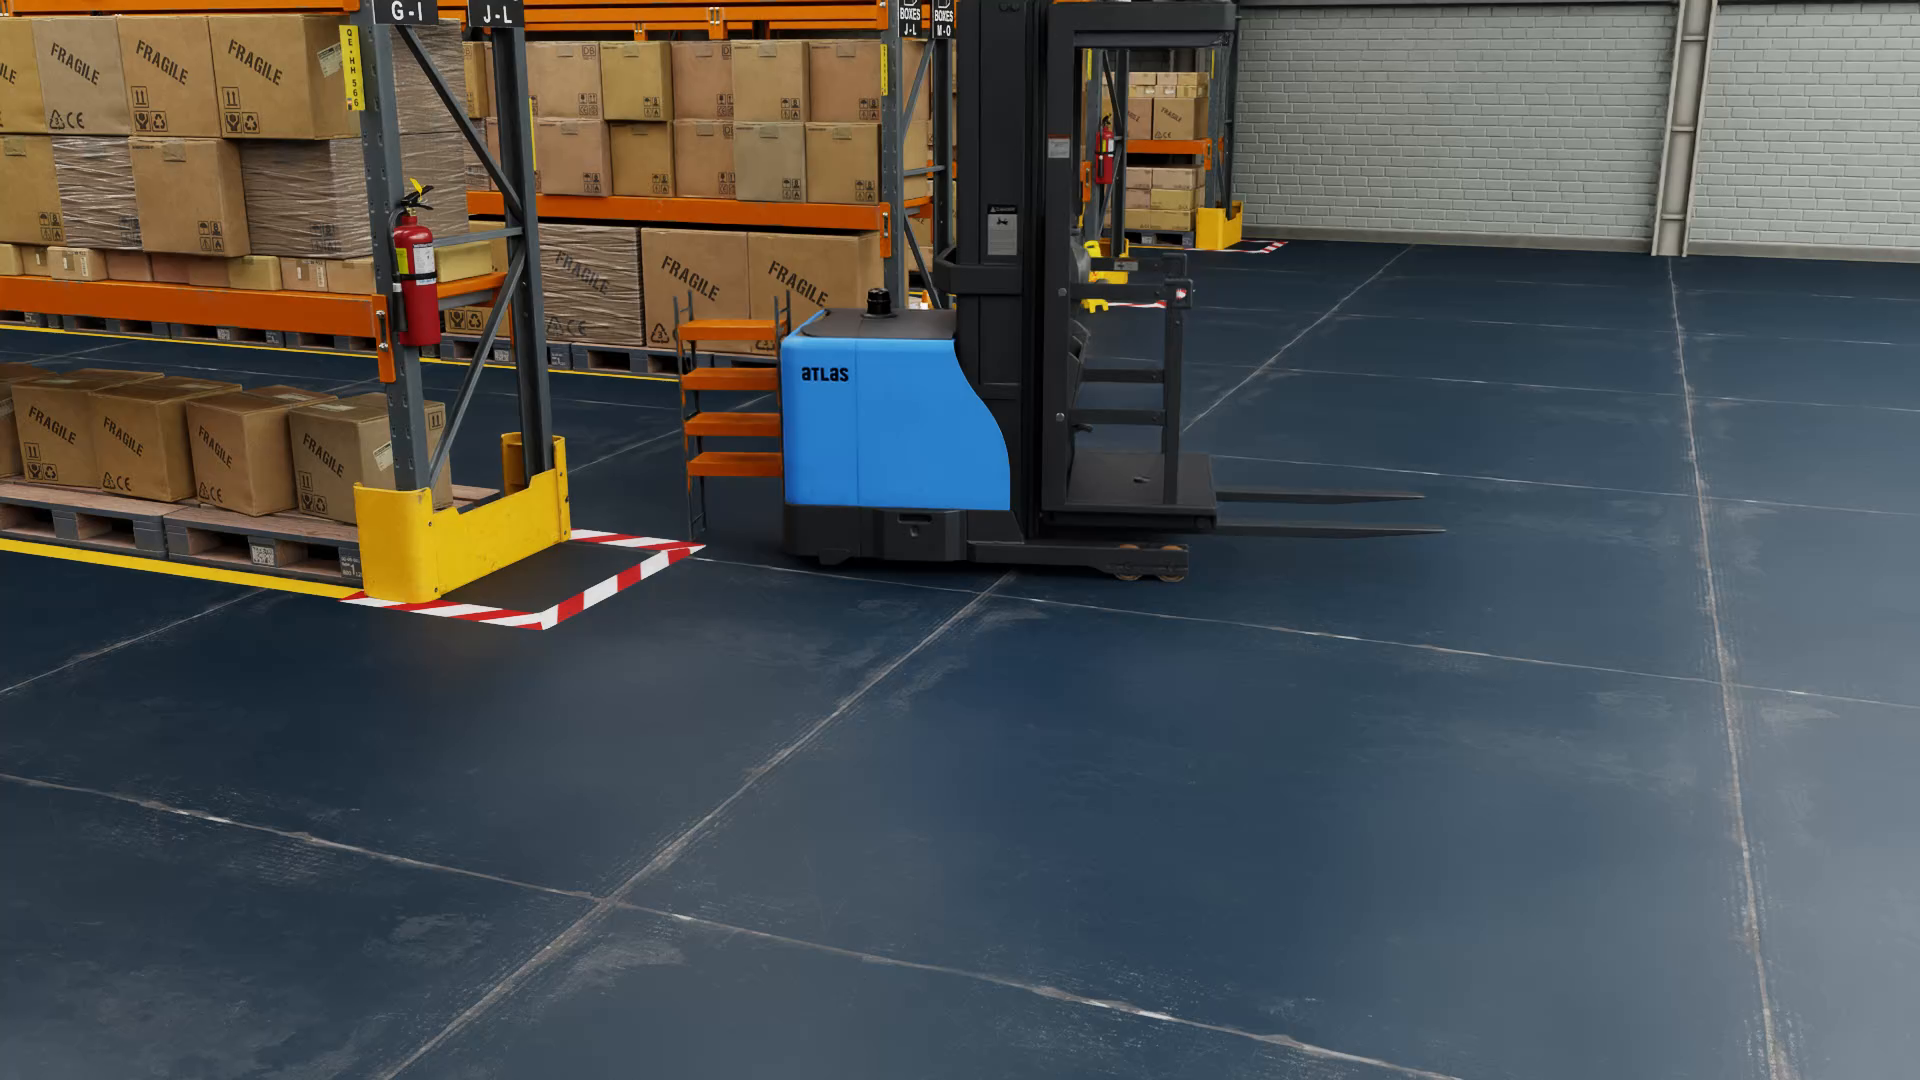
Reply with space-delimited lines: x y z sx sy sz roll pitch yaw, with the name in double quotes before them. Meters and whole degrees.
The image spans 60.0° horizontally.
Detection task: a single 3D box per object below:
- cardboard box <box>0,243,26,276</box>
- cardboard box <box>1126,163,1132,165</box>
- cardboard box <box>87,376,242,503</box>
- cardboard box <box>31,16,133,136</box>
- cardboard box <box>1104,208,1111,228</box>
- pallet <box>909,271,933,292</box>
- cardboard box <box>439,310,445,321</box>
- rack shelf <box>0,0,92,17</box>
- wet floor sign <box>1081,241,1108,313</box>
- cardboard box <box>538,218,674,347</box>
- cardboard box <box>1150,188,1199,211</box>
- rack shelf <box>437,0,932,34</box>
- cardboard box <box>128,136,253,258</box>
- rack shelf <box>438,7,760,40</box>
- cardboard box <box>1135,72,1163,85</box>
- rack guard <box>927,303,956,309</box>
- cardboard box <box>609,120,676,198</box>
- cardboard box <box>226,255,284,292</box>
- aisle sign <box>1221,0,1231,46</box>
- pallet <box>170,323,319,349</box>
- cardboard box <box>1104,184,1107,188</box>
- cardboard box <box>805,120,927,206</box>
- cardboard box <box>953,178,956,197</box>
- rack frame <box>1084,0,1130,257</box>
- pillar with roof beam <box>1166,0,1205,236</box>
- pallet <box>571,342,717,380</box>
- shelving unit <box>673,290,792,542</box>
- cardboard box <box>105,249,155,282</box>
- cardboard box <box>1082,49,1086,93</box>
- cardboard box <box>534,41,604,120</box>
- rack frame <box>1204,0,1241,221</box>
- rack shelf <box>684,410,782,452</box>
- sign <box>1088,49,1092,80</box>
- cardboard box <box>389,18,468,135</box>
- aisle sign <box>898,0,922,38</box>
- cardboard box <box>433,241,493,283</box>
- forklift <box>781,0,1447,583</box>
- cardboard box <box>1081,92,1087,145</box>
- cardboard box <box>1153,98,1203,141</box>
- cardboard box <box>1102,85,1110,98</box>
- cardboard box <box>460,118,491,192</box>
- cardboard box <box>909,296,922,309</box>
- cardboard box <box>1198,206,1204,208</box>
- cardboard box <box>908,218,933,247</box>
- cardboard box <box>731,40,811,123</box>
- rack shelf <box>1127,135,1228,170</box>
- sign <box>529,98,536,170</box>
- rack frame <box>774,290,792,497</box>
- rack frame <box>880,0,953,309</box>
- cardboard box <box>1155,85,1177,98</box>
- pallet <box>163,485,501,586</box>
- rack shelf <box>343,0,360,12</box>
"cardboard box" -4.436 -1.358 7.921 0.250 0.149 0.380 6 17 21
"cardboard box" 1.944 -4.741 21.509 0.500 0.250 0.500 6 17 20
"cardboard box" -3.924 -0.510 8.280 0.500 0.500 0.500 8 18 26
"cardboard box" -3.739 -2.084 7.465 0.500 0.500 0.500 6 17 21
"cardboard box" 1.775 -4.131 21.203 0.500 0.250 0.500 6 17 21
"pallet" -0.513 -2.776 17.356 1.213 0.211 1.003 6 17 21
"cardboard box" -4.622 -2.166 13.536 0.750 0.750 1.050 6 17 20
"rack shelf" -9.593 -4.713 14.939 4.000 0.370 1.077 6 17 21
"wet floor sign" 1.215 -2.462 15.496 0.232 0.644 0.267 14 21 40
"cardboard box" -2.613 -2.012 12.782 0.875 0.875 0.875 6 17 21
"cardboard box" 2.682 -4.267 20.774 0.500 0.250 0.500 6 17 20
"rack shelf" -2.151 -3.895 12.120 4.000 0.370 1.077 6 17 21
"cardboard box" -3.216 -1.594 7.570 0.500 0.500 0.875 6 17 21
"rack shelf" -4.150 -5.598 17.987 4.000 0.370 1.077 6 17 21
"cardboard box" 2.344 -5.698 20.546 0.250 0.149 0.380 7 17 22
"rack guard" -0.269 -1.392 12.073 0.348 0.500 1.175 6 17 21
"cardboard box" -2.155 -2.877 12.436 0.500 0.550 0.875 6 17 21
"cardboard box" -3.029 -1.212 7.420 0.250 0.149 0.380 6 17 21
"aisle sign" 3.202 -6.343 19.979 0.004 0.787 0.394 6 17 21
"pallet" -5.896 -1.849 14.164 1.213 0.211 1.003 6 17 21
"cardboard box" 1.756 -4.605 21.039 0.500 0.250 0.500 7 17 21
"cardboard box" -0.653 -2.694 11.803 0.550 0.550 0.875 6 17 21
"cardboard box" -0.008 -3.503 16.531 0.250 0.149 0.380 7 17 22
"rack frame" 1.431 -3.889 16.191 0.127 3.000 1.000 6 17 21
"pillar with roof beam" 1.353 -7.247 16.995 0.400 9.000 9.100 6 17 21
"pallet" -2.194 -1.443 12.765 1.213 0.211 1.003 6 17 21
"shelving unit" -1.069 -0.594 8.051 0.503 1.200 0.258 1 16 9
"cardboard box" -3.715 -1.298 7.715 0.250 0.149 0.380 6 17 21
"cardboard box" 0.876 -4.556 15.981 0.500 0.500 0.700 6 17 19
"cardboard box" -2.675 -3.431 12.407 0.550 0.550 0.875 6 17 21
"rack frame" 3.249 -5.177 20.627 0.127 3.000 1.000 6 17 21
"rack shelf" -1.068 -0.530 8.069 0.480 0.148 0.258 1 16 9
"sign" 1.209 -4.455 15.497 0.005 0.325 0.100 6 17 21
"cardboard box" -2.616 -2.117 7.580 0.500 0.500 0.500 6 17 21
"aisle sign" -0.335 -3.759 11.078 0.004 0.787 0.394 6 17 21
"cardboard box" -2.382 -1.290 7.686 0.250 0.149 0.380 6 17 21
"forklift" 0.729 -1.371 7.638 3.031 2.935 1.130 2 16 6
"cardboard box" 1.092 -4.201 16.550 0.500 0.500 0.500 6 17 20
"cardboard box" 2.695 -5.207 20.552 0.500 0.500 0.500 6 17 19
"cardboard box" 1.864 -5.604 20.753 0.250 0.149 0.380 6 17 19
"cardboard box" -3.664 -3.042 13.002 0.550 0.550 0.875 6 17 21
"cardboard box" -0.528 -2.130 15.245 0.380 0.149 0.250 -12 20 -37
"cardboard box" 2.864 -4.159 21.299 0.500 0.250 0.500 6 17 21
"cardboard box" -0.363 -3.251 16.826 0.500 0.500 0.500 6 17 19
"cardboard box" -1.167 -3.266 11.839 0.550 0.550 0.875 6 17 21
"rack shelf" 1.389 -5.036 21.432 4.000 0.370 1.077 6 17 21
"sign" -2.006 -1.876 7.702 0.005 0.325 0.100 6 17 21
"rack frame" -0.828 -0.588 8.012 0.015 1.200 0.240 1 16 9
"rack frame" -0.291 -2.595 11.733 0.127 3.000 1.000 6 17 21
"cardboard box" 2.575 -5.518 20.458 0.250 0.149 0.380 7 17 22
"pallet" -3.018 -0.080 8.071 1.213 0.211 1.003 6 17 21
"rack shelf" -4.065 -2.619 7.725 4.000 0.370 1.077 6 17 21
